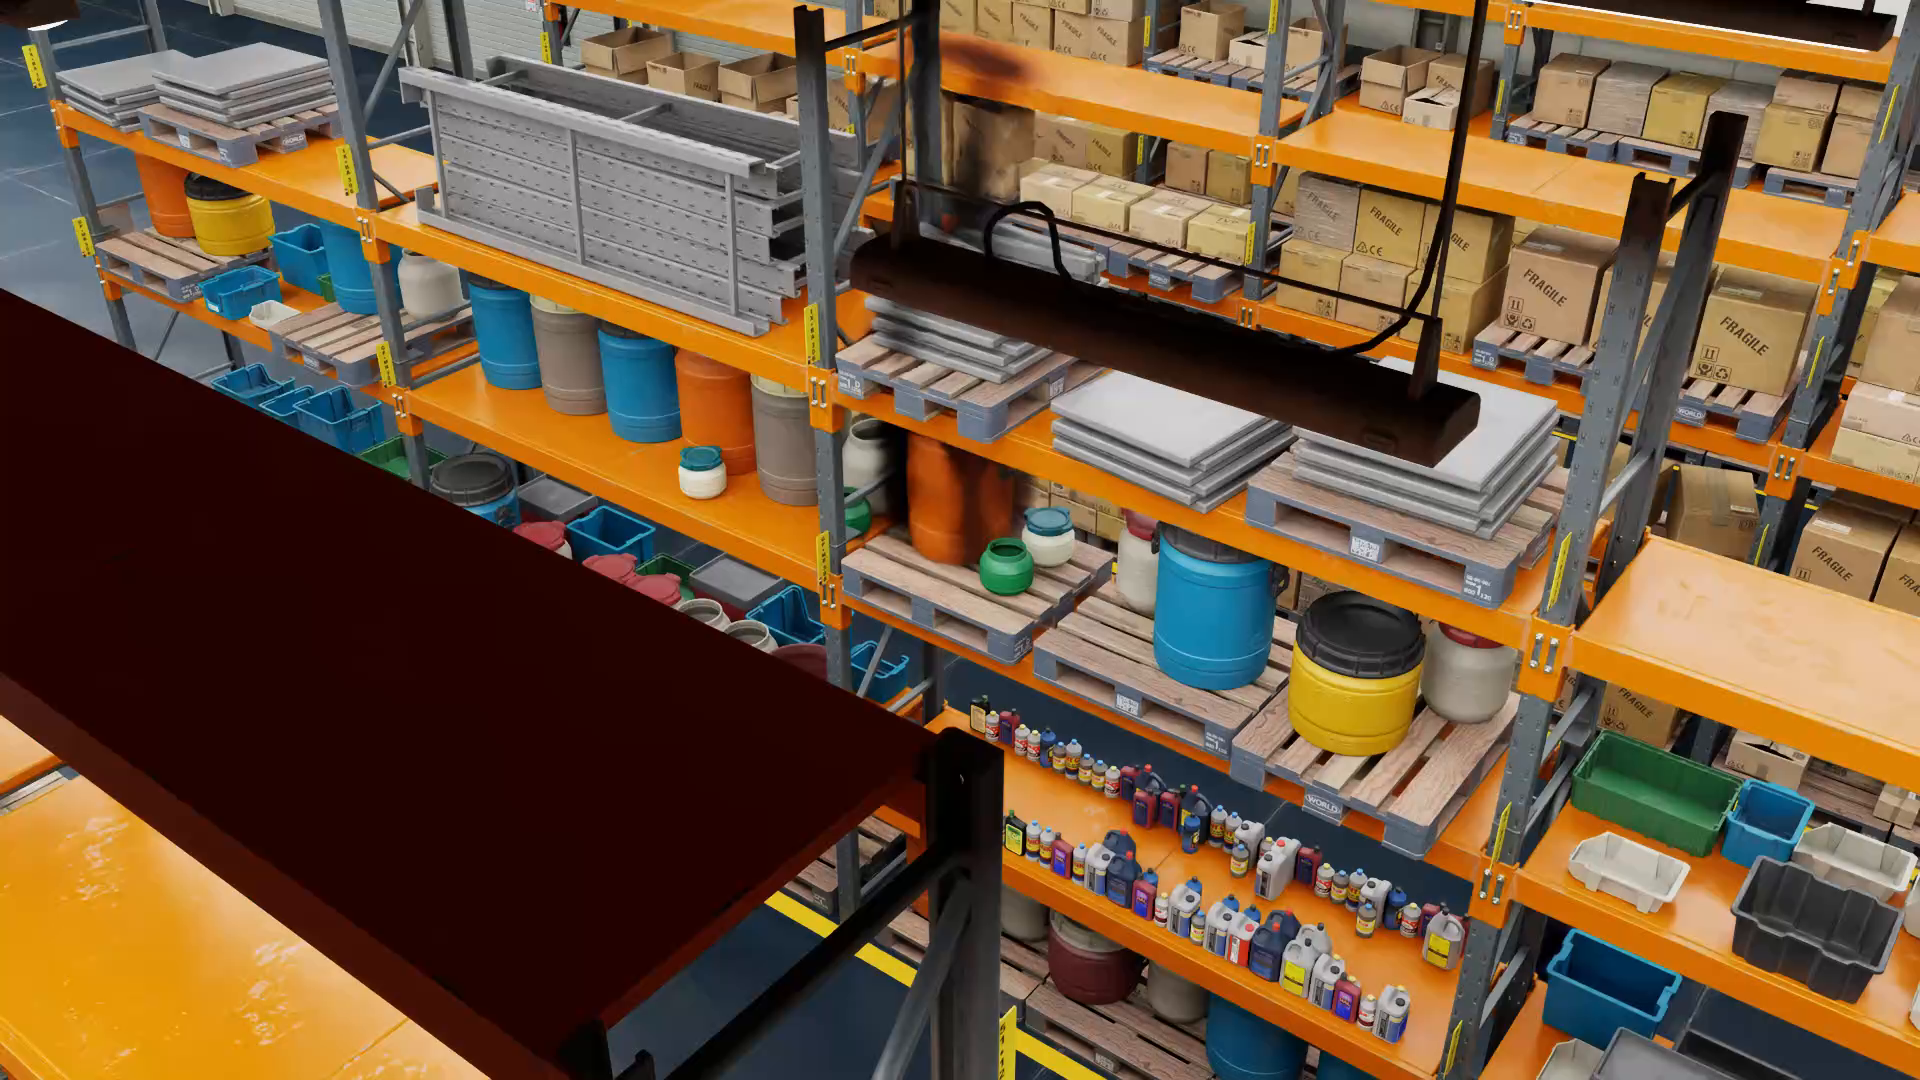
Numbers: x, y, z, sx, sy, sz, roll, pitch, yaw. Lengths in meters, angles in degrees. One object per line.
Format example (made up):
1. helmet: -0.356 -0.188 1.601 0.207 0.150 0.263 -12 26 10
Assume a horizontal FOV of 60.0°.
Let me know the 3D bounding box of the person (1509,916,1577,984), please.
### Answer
1. person: 3.667 2.273 10.044 0.761 1.622 0.592 21 37 30
